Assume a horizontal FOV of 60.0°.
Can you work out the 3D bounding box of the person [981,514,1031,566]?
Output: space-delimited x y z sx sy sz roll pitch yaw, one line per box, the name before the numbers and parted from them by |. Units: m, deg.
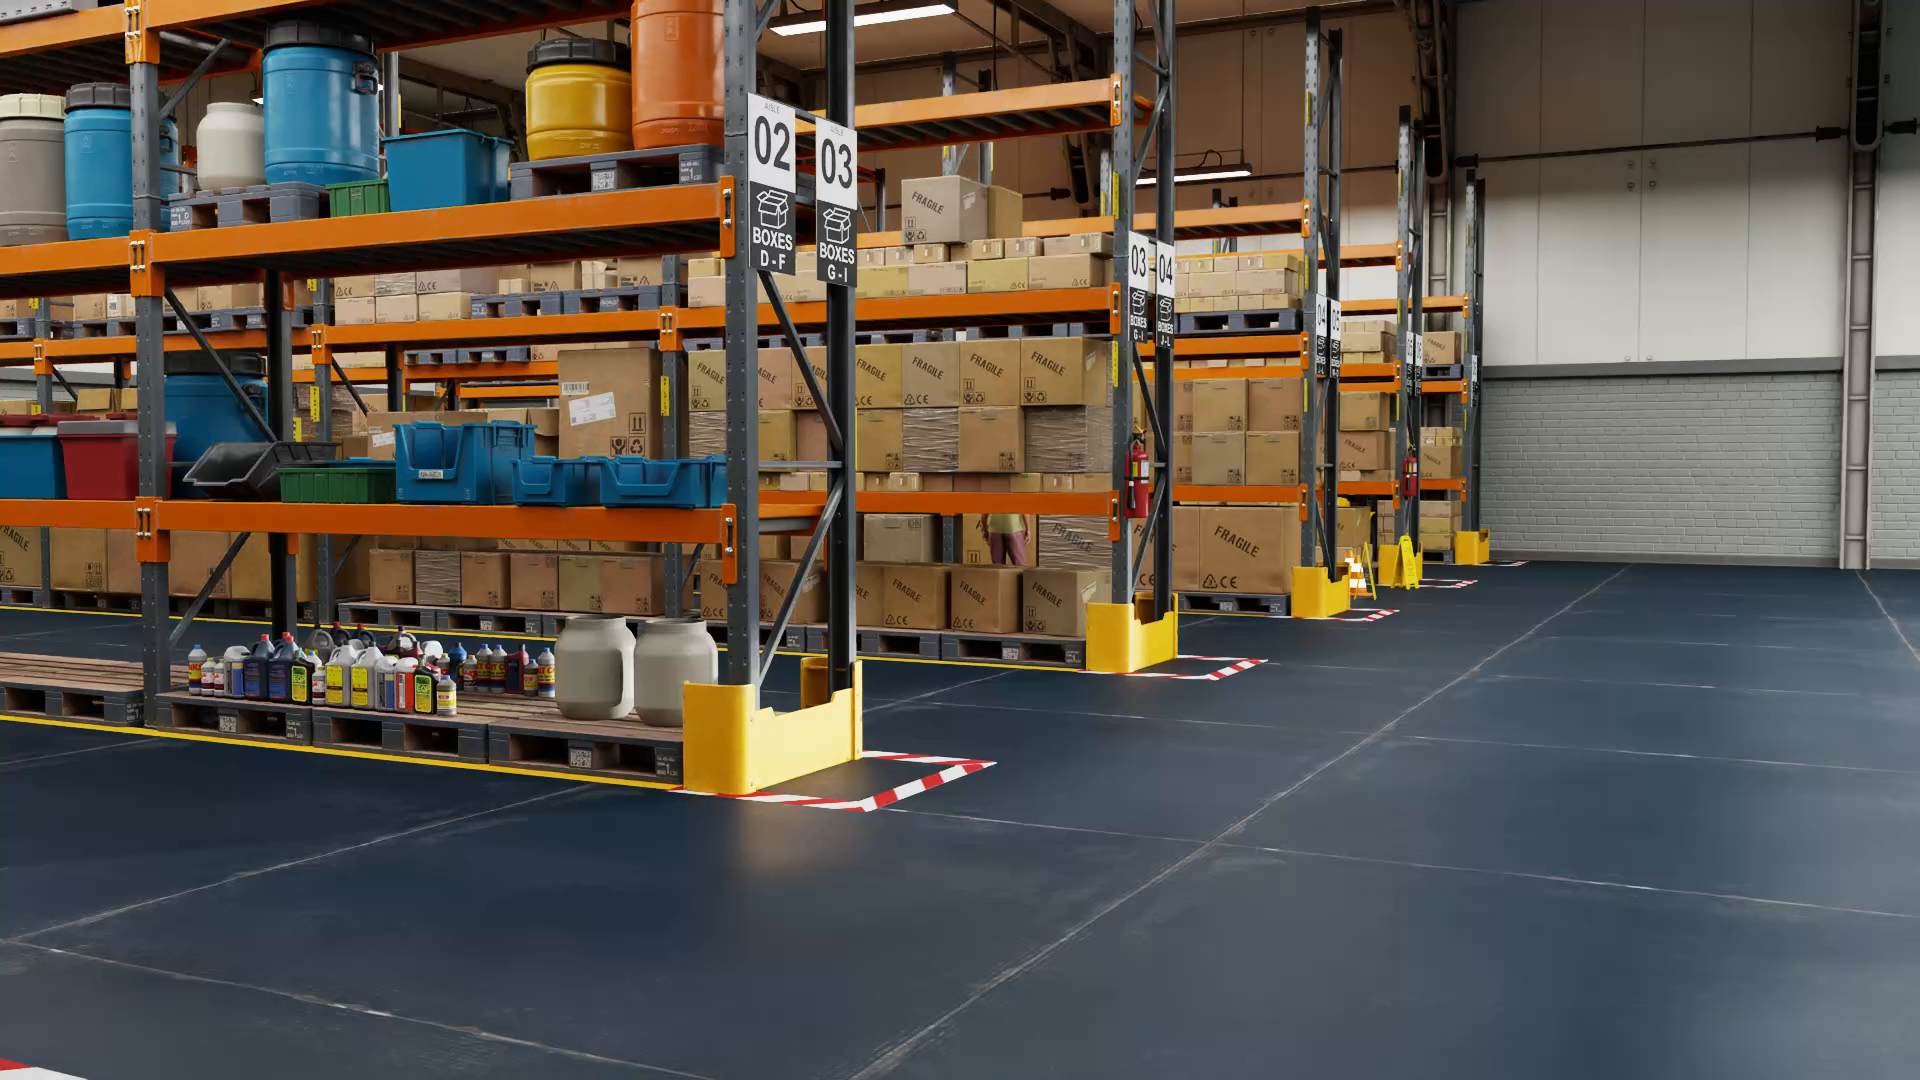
person | 0.466 -0.061 16.336 0.519 1.671 0.367 1 3 22
